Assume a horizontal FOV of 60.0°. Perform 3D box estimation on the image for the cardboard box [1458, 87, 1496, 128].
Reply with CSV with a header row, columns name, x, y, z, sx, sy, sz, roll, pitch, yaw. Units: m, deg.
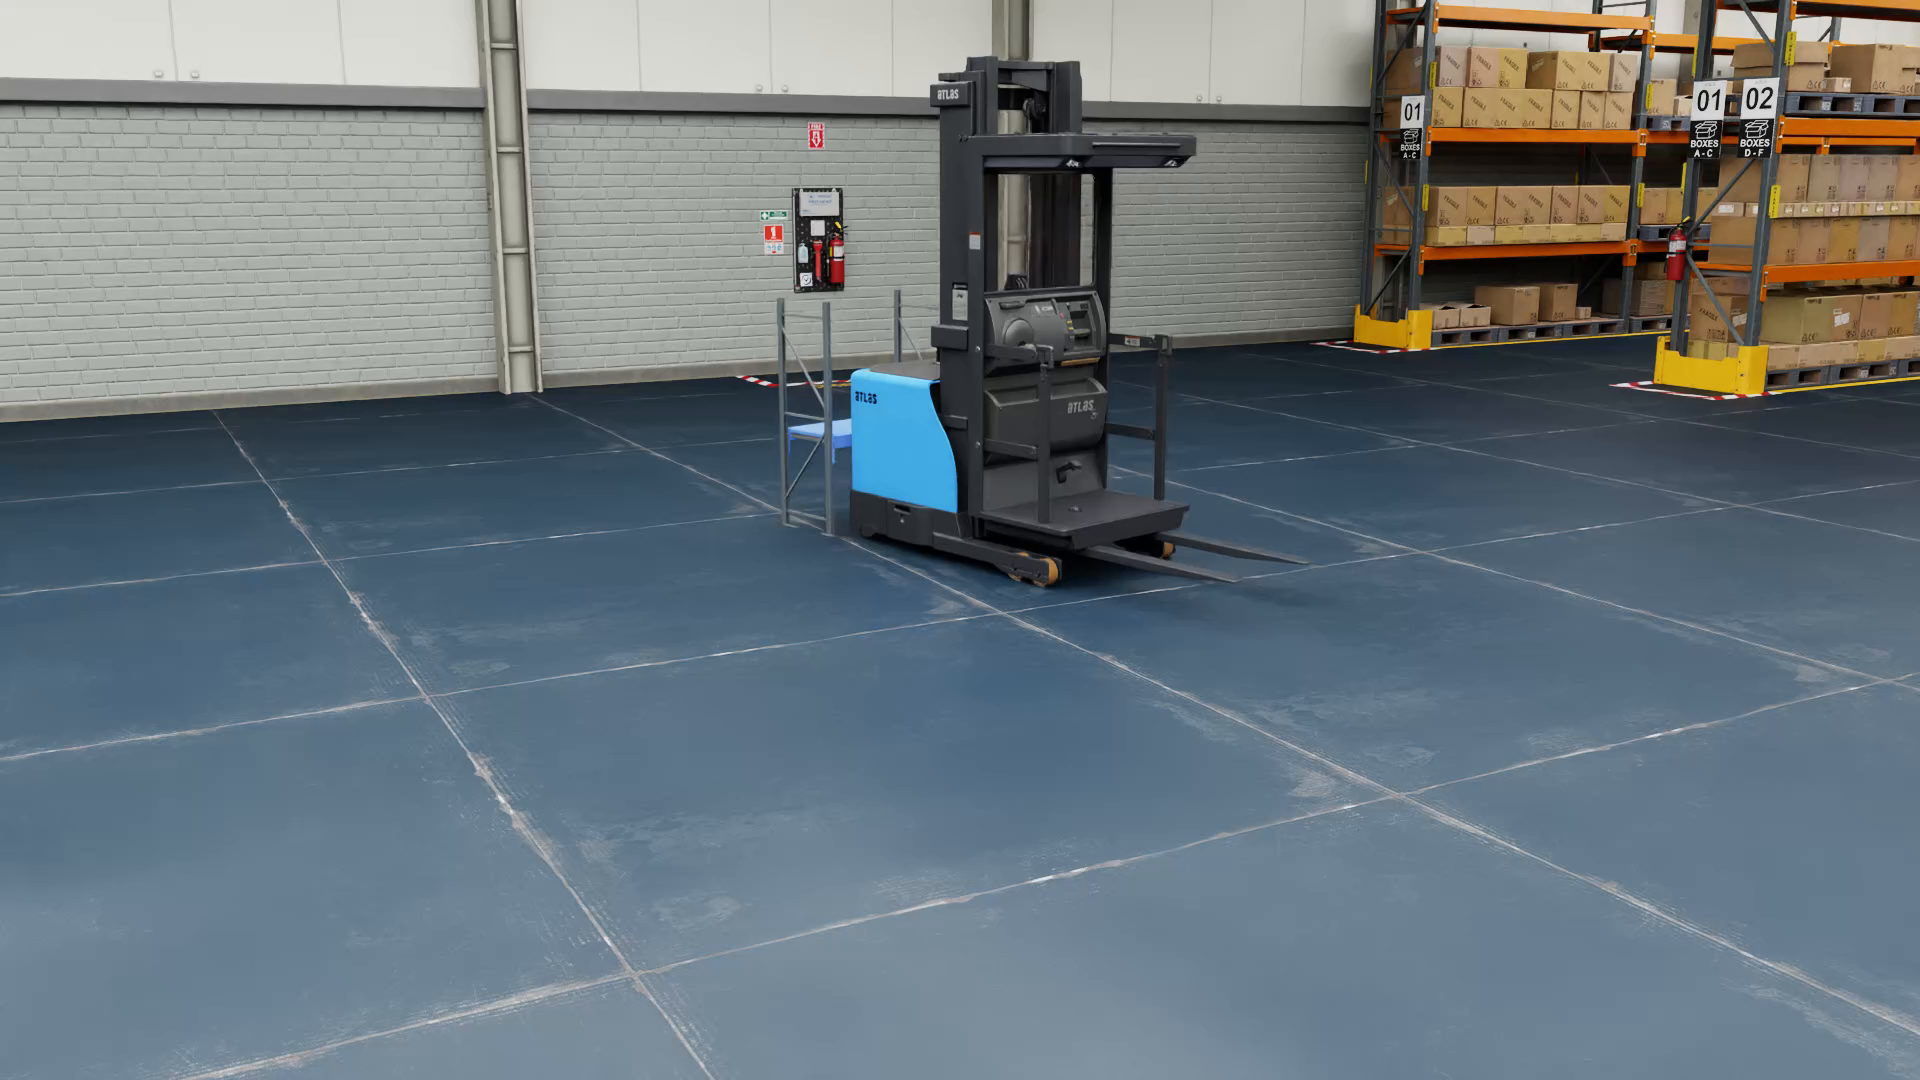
name,x,y,z,sx,sy,sz,roll,pitch,yaw
cardboard box,6.587,-5.618,21.633,0.500,0.500,0.500,-6,14,-24

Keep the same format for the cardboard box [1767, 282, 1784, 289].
name,x,y,z,sx,sy,sz,roll,pitch,yaw
cardboard box,12.100,-3.810,25.398,0.500,0.500,0.700,-7,14,-27

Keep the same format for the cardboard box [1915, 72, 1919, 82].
name,x,y,z,sx,sy,sz,roll,pitch,yaw
cardboard box,10.531,-5.160,18.800,0.500,0.311,0.500,-8,15,-31

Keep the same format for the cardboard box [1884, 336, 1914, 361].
name,x,y,z,sx,sy,sz,roll,pitch,yaw
cardboard box,10.395,-2.192,18.823,0.500,0.250,0.500,-7,14,-28

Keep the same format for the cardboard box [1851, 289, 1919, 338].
name,x,y,z,sx,sy,sz,roll,pitch,yaw
cardboard box,10.389,-2.560,18.751,0.500,0.500,0.500,-7,14,-28

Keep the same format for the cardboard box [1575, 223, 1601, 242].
name,x,y,z,sx,sy,sz,roll,pitch,yaw
cardboard box,8.484,-4.257,22.990,0.500,0.250,0.500,-7,14,-28

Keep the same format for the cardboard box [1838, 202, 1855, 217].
name,x,y,z,sx,sy,sz,roll,pitch,yaw
cardboard box,9.415,-3.579,17.974,0.250,0.149,0.380,-7,15,-30

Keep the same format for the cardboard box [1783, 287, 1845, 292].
name,x,y,z,sx,sy,sz,roll,pitch,yaw
cardboard box,9.700,-2.608,18.964,0.500,0.500,0.500,-7,14,-28

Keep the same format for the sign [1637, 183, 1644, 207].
name,x,y,z,sx,sy,sz,roll,pitch,yaw
sign,9.463,-4.798,23.127,0.005,0.325,0.100,-7,14,-28

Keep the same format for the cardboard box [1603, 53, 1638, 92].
name,x,y,z,sx,sy,sz,roll,pitch,yaw
cardboard box,8.886,-6.385,22.764,0.500,0.500,0.500,-8,15,-33

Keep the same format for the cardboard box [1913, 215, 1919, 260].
name,x,y,z,sx,sy,sz,roll,pitch,yaw
cardboard box,10.727,-3.470,18.967,0.500,0.500,0.700,-7,14,-28

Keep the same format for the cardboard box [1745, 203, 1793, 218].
name,x,y,z,sx,sy,sz,roll,pitch,yaw
cardboard box,8.510,-3.470,17.490,0.250,0.149,0.380,-7,14,-28

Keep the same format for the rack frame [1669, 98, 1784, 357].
name,x,y,z,sx,sy,sz,roll,pitch,yaw
rack frame,8.062,-3.105,17.573,0.127,3.000,1.000,-7,14,-28

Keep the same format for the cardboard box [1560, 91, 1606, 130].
name,x,y,z,sx,sy,sz,roll,pitch,yaw
cardboard box,8.421,-5.850,22.667,0.500,0.500,0.500,-8,15,-33

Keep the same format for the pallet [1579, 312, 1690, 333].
name,x,y,z,sx,sy,sz,roll,pitch,yaw
pallet,9.879,-3.202,24.354,1.213,0.211,1.003,-7,14,-28

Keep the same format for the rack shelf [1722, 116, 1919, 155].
name,x,y,z,sx,sy,sz,roll,pitch,yaw
rack shelf,9.817,-4.428,18.257,4.000,0.370,1.077,-7,14,-28

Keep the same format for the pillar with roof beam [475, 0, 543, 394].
name,x,y,z,sx,sy,sz,roll,pitch,yaw
pillar with roof beam,-2.585,-5.134,12.926,0.400,9.000,9.100,-7,14,-28

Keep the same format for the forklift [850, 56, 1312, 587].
name,x,y,z,sx,sy,sz,roll,pitch,yaw
forklift,0.657,-1.290,9.666,1.130,2.935,3.031,-11,17,-41

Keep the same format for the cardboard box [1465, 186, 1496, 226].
name,x,y,z,sx,sy,sz,roll,pitch,yaw
cardboard box,6.687,-4.404,21.933,0.500,0.500,0.500,-7,14,-28

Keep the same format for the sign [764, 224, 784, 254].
name,x,y,z,sx,sy,sz,roll,pitch,yaw
sign,-2.103,-3.395,18.780,0.234,0.329,0.001,-7,14,-28

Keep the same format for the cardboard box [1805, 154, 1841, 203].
name,x,y,z,sx,sy,sz,roll,pitch,yaw
cardboard box,8.983,-3.895,17.902,0.500,0.500,0.700,-7,15,-29

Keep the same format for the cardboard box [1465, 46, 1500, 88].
name,x,y,z,sx,sy,sz,roll,pitch,yaw
cardboard box,6.604,-6.105,21.524,0.500,0.500,0.500,-7,14,-29

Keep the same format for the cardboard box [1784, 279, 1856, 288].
name,x,y,z,sx,sy,sz,roll,pitch,yaw
cardboard box,13.415,-4.109,25.974,0.750,0.750,0.750,-7,14,-29

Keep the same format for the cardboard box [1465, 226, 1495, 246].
name,x,y,z,sx,sy,sz,roll,pitch,yaw
cardboard box,6.715,-4.043,22.038,0.500,0.250,0.500,-7,15,-30

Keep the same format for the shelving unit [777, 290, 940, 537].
name,x,y,z,sx,sy,sz,roll,pitch,yaw
shelving unit,-0.632,-0.870,11.059,1.048,1.500,0.538,-12,17,-43

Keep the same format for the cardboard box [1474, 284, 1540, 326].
name,x,y,z,sx,sy,sz,roll,pitch,yaw
cardboard box,7.504,-3.237,22.852,0.500,0.500,0.700,-8,15,-31

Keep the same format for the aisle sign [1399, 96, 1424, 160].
name,x,y,z,sx,sy,sz,roll,pitch,yaw
aisle sign,5.766,-5.262,21.237,0.004,0.787,0.394,-7,14,-28

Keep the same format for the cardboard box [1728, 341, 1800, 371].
name,x,y,z,sx,sy,sz,roll,pitch,yaw
cardboard box,8.639,-1.982,17.889,0.500,0.250,0.500,-7,14,-28

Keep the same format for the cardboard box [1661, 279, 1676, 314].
name,x,y,z,sx,sy,sz,roll,pitch,yaw
cardboard box,10.264,-3.620,24.552,0.500,0.500,0.700,-7,15,-29

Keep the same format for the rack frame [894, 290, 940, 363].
name,x,y,z,sx,sy,sz,roll,pitch,yaw
rack frame,-0.269,-0.948,11.407,0.032,1.500,0.500,-12,17,-43

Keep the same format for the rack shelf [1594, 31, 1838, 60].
name,x,y,z,sx,sy,sz,roll,pitch,yaw
rack shelf,10.952,-7.071,24.082,4.000,0.370,1.077,-7,14,-28

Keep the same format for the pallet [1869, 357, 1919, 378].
name,x,y,z,sx,sy,sz,roll,pitch,yaw
pallet,10.855,-2.090,19.413,1.213,0.211,1.003,-7,14,-28

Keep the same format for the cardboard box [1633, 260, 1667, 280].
name,x,y,z,sx,sy,sz,roll,pitch,yaw
cardboard box,10.219,-3.968,24.394,0.500,0.250,0.500,-7,15,-29

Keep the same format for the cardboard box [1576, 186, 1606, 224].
name,x,y,z,sx,sy,sz,roll,pitch,yaw
cardboard box,8.494,-4.619,22.891,0.500,0.500,0.500,-7,14,-28

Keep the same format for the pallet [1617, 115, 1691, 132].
name,x,y,z,sx,sy,sz,roll,pitch,yaw
pallet,9.789,-5.896,23.572,1.003,0.211,1.213,-7,14,-28

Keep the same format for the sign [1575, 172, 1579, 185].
name,x,y,z,sx,sy,sz,roll,pitch,yaw
sign,8.927,-5.151,24.029,0.005,0.325,0.100,-7,14,-28

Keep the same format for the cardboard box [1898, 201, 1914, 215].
name,x,y,z,sx,sy,sz,roll,pitch,yaw
cardboard box,10.322,-3.688,18.458,0.250,0.149,0.380,-6,14,-26

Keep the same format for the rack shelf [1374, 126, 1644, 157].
name,x,y,z,sx,sy,sz,roll,pitch,yaw
rack shelf,7.441,-5.382,22.498,4.000,0.370,1.077,-7,14,-28

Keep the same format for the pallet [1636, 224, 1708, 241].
name,x,y,z,sx,sy,sz,roll,pitch,yaw
pallet,9.937,-4.439,23.937,1.213,0.211,1.003,-7,14,-28

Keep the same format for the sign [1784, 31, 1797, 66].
name,x,y,z,sx,sy,sz,roll,pitch,yaw
sign,8.323,-4.926,16.661,0.005,0.325,0.100,-7,14,-28

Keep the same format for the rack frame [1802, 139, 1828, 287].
name,x,y,z,sx,sy,sz,roll,pitch,yaw
rack frame,12.707,-4.901,25.553,0.127,3.000,1.000,-7,14,-28

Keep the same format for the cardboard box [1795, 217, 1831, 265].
name,x,y,z,sx,sy,sz,roll,pitch,yaw
cardboard box,8.936,-3.256,18.019,0.500,0.500,0.700,-6,14,-26

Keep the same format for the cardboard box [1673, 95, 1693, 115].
name,x,y,z,sx,sy,sz,roll,pitch,yaw
cardboard box,10.255,-6.211,23.792,0.500,0.311,0.500,-6,14,-26

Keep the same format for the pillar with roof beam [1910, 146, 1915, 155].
name,x,y,z,sx,sy,sz,roll,pitch,yaw
pillar with roof beam,18.481,-7.659,24.145,0.400,9.000,9.100,-7,14,-28

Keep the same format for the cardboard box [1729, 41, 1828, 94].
name,x,y,z,sx,sy,sz,roll,pitch,yaw
cardboard box,8.568,-4.951,17.436,0.637,0.503,0.797,-6,14,-24
